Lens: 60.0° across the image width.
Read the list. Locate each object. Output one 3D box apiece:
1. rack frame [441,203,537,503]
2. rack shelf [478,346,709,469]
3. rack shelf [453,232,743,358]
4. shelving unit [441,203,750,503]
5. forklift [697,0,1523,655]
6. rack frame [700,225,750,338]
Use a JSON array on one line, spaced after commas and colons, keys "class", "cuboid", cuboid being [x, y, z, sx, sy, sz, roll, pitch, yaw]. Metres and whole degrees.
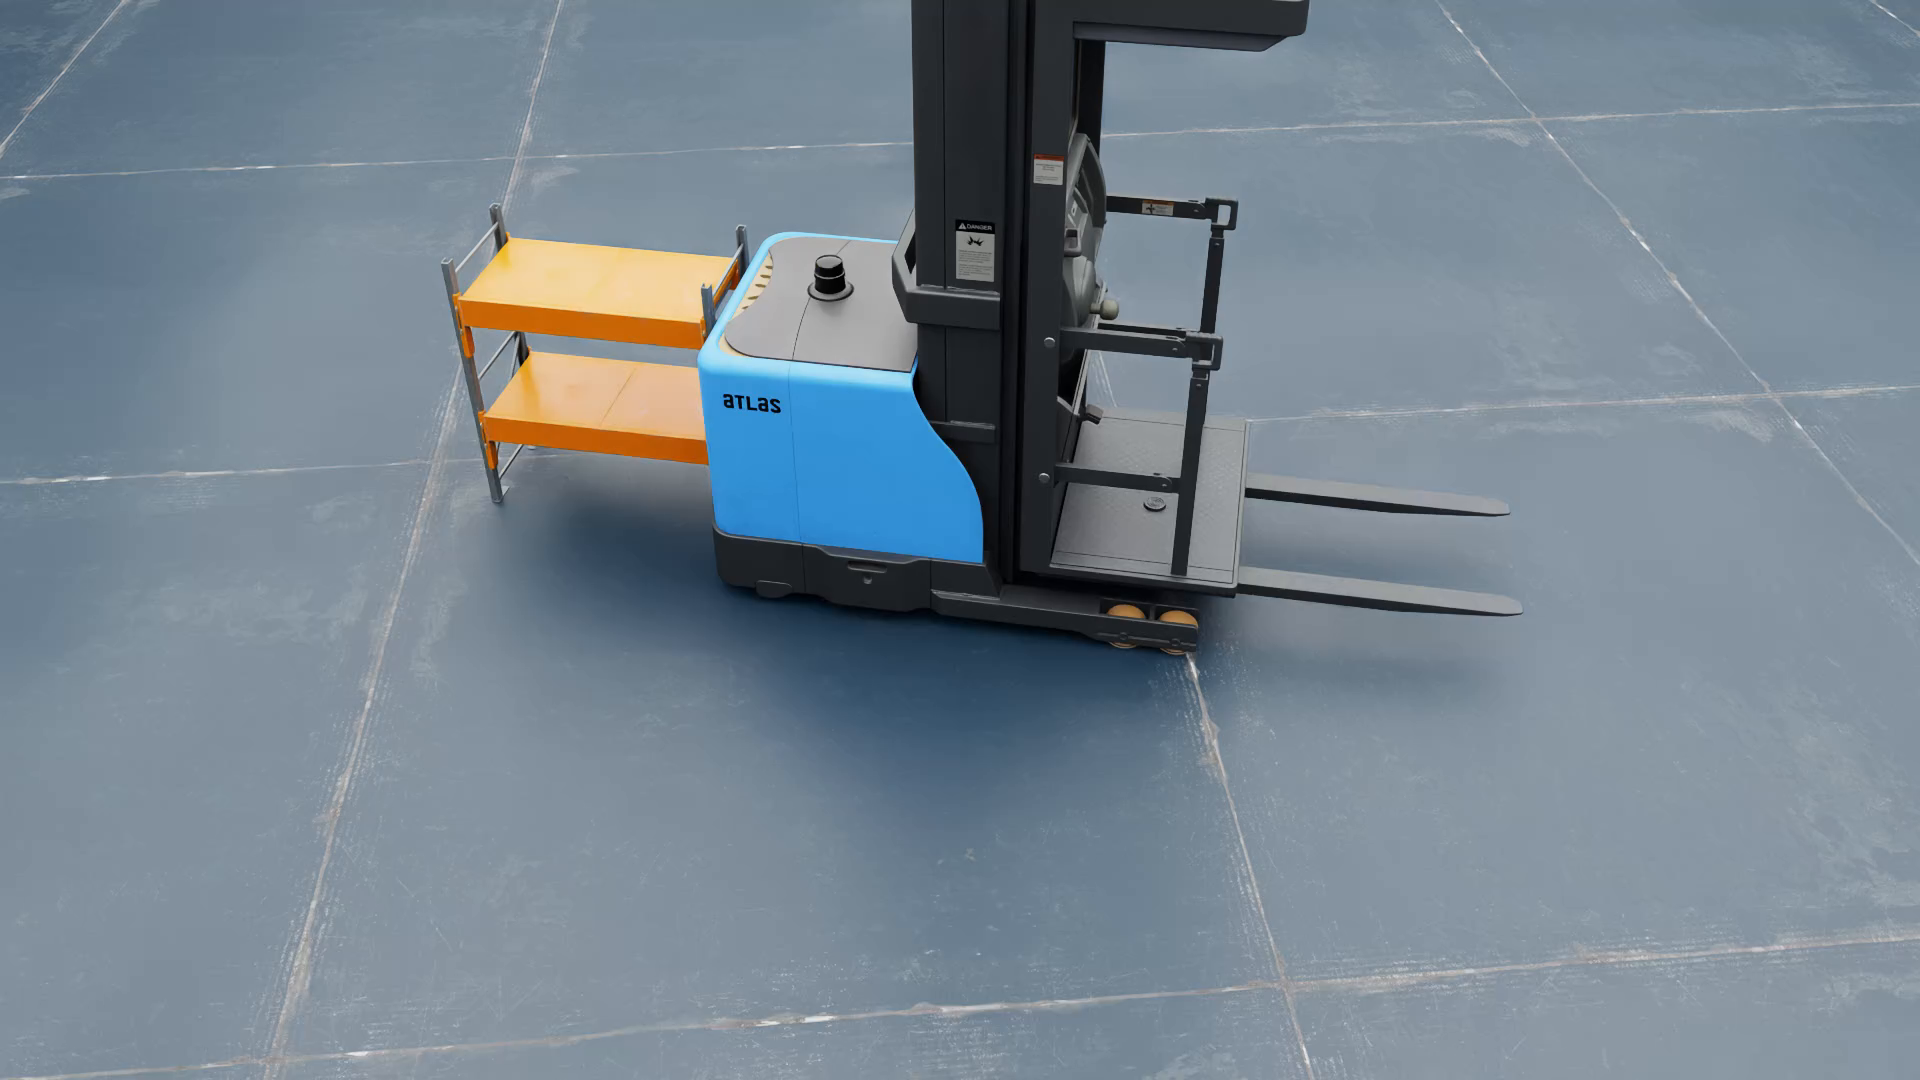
[{"class": "rack frame", "cuboid": [-1.894, -0.750, 6.793, 0.032, 1.125, 0.500, 7, 39, 8]}, {"class": "rack shelf", "cuboid": [-1.394, -0.501, 6.872, 1.000, 0.278, 0.538, 7, 39, 8]}, {"class": "rack shelf", "cuboid": [-1.394, -0.923, 6.539, 1.000, 0.278, 0.538, 7, 39, 8]}, {"class": "shelving unit", "cuboid": [-1.394, -0.693, 6.720, 1.048, 1.125, 0.538, 7, 39, 8]}, {"class": "forklift", "cuboid": [0.620, -1.080, 5.753, 3.031, 2.935, 1.130, 6, 39, 8]}, {"class": "rack frame", "cuboid": [-0.894, -0.636, 6.648, 0.032, 1.125, 0.500, 7, 39, 8]}]
